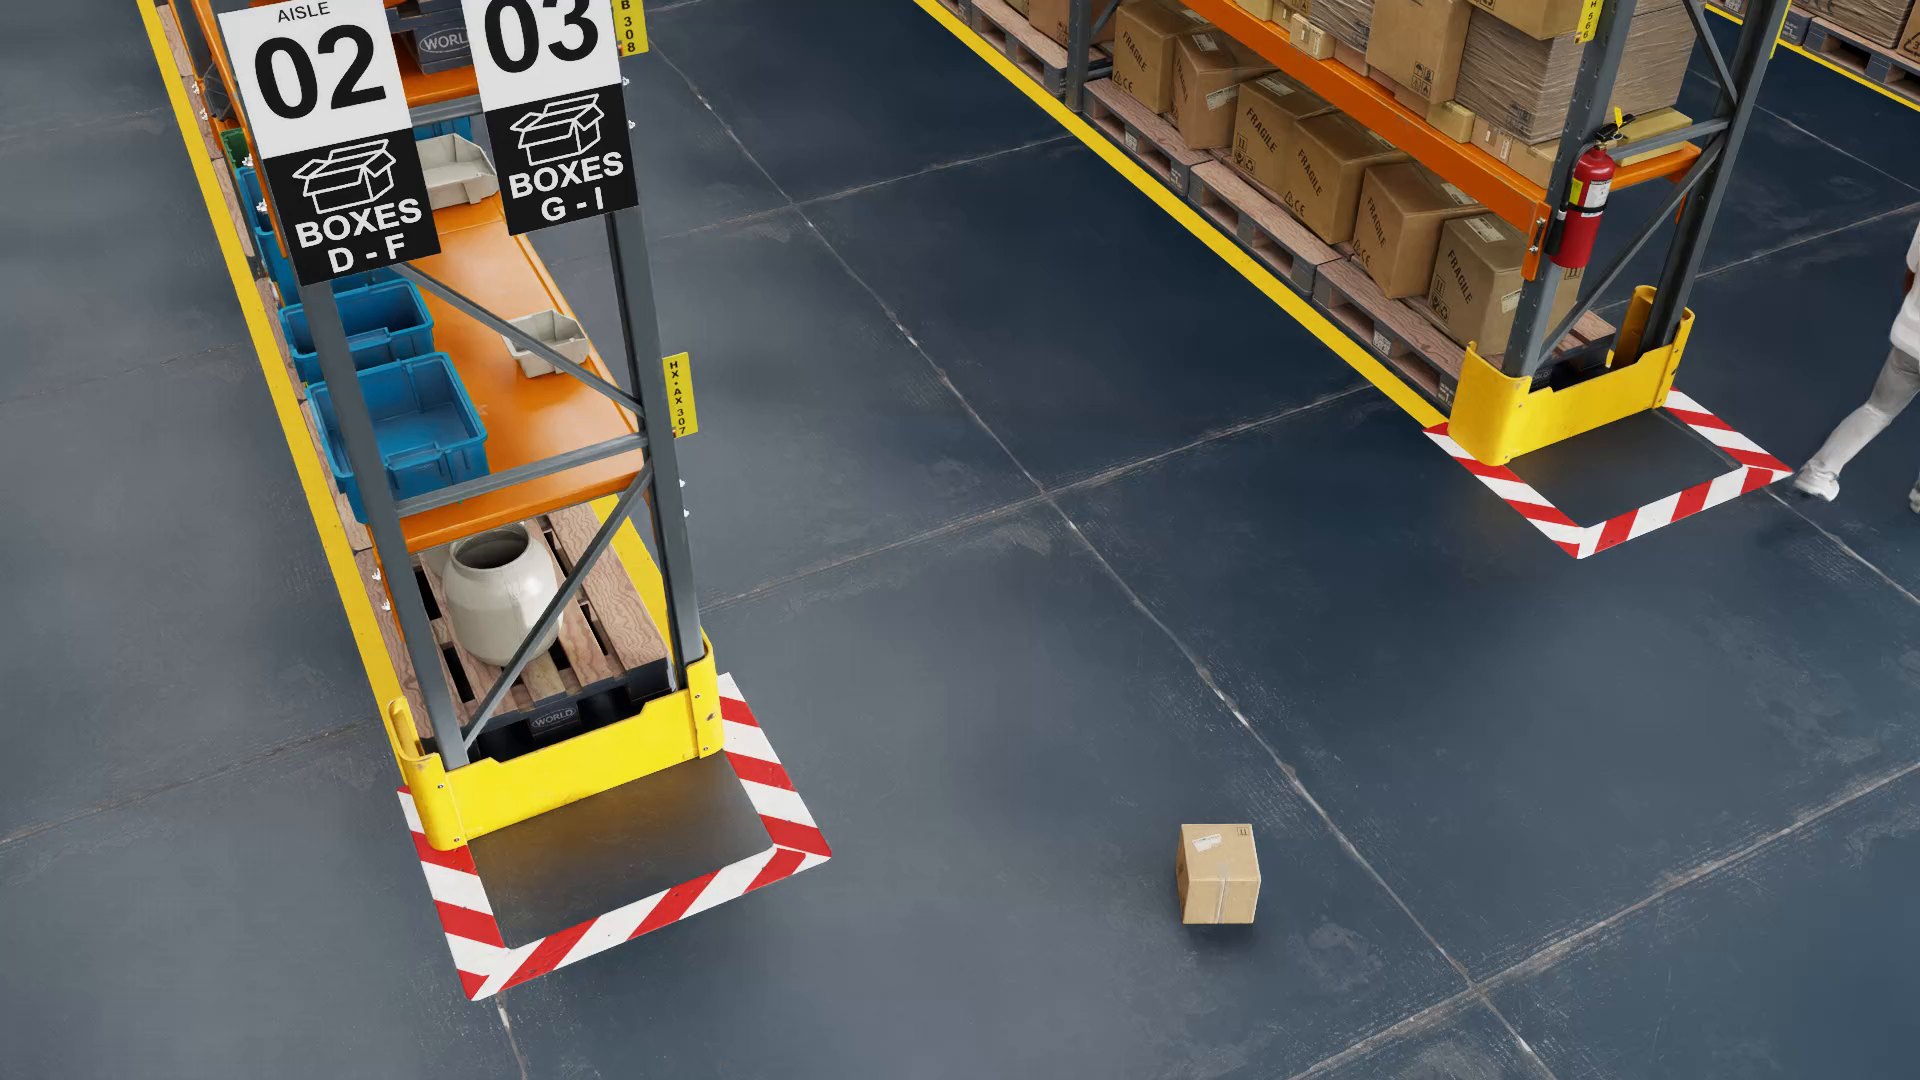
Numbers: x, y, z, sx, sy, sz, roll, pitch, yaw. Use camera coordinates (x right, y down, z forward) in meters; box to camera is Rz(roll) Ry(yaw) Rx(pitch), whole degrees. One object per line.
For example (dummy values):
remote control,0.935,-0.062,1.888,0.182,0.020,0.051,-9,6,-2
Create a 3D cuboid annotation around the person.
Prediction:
person,4.169,-0.818,7.093,0.904,1.736,0.580,-18,44,-19
